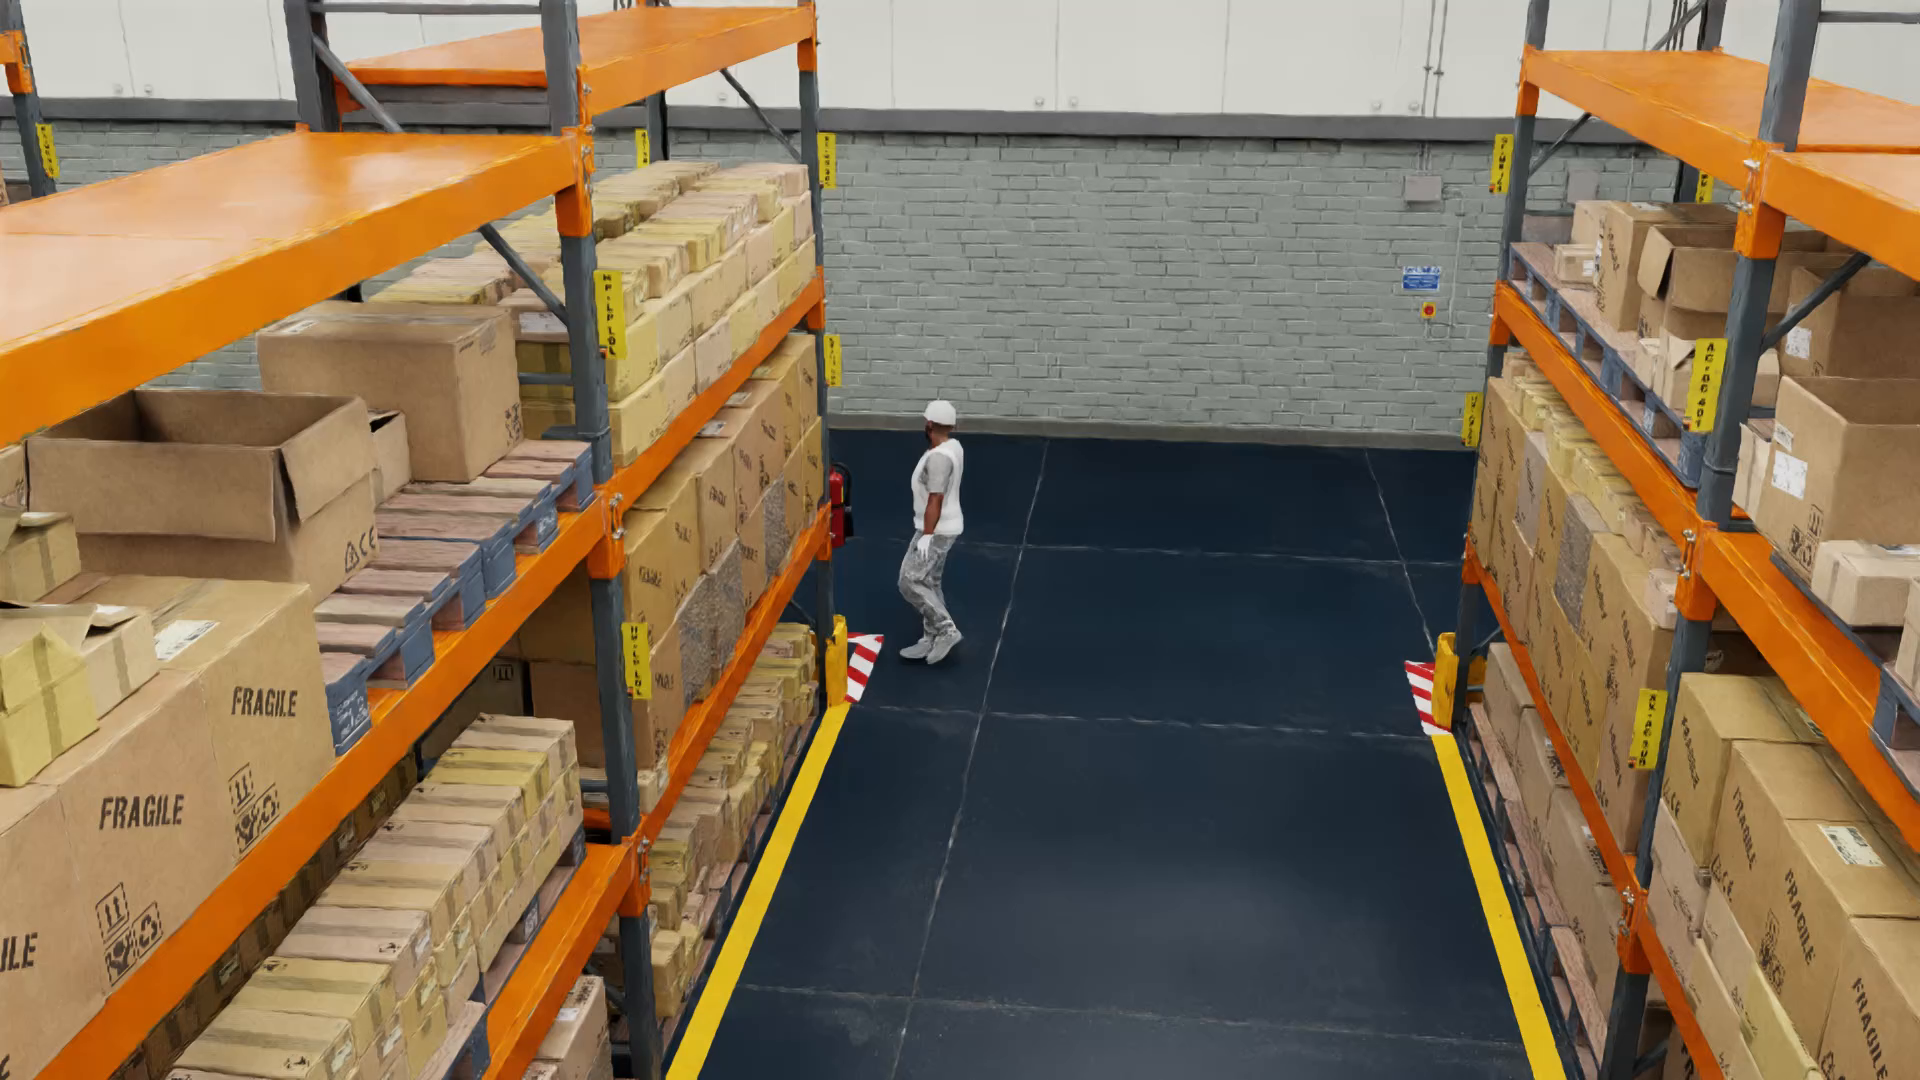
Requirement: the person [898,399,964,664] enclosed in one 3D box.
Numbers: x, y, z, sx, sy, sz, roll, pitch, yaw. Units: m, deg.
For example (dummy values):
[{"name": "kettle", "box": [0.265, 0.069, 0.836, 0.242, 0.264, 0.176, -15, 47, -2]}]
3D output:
[{"name": "person", "box": [-0.194, -0.058, 11.229, 0.439, 1.772, 0.690, 1, 21, 2]}]
